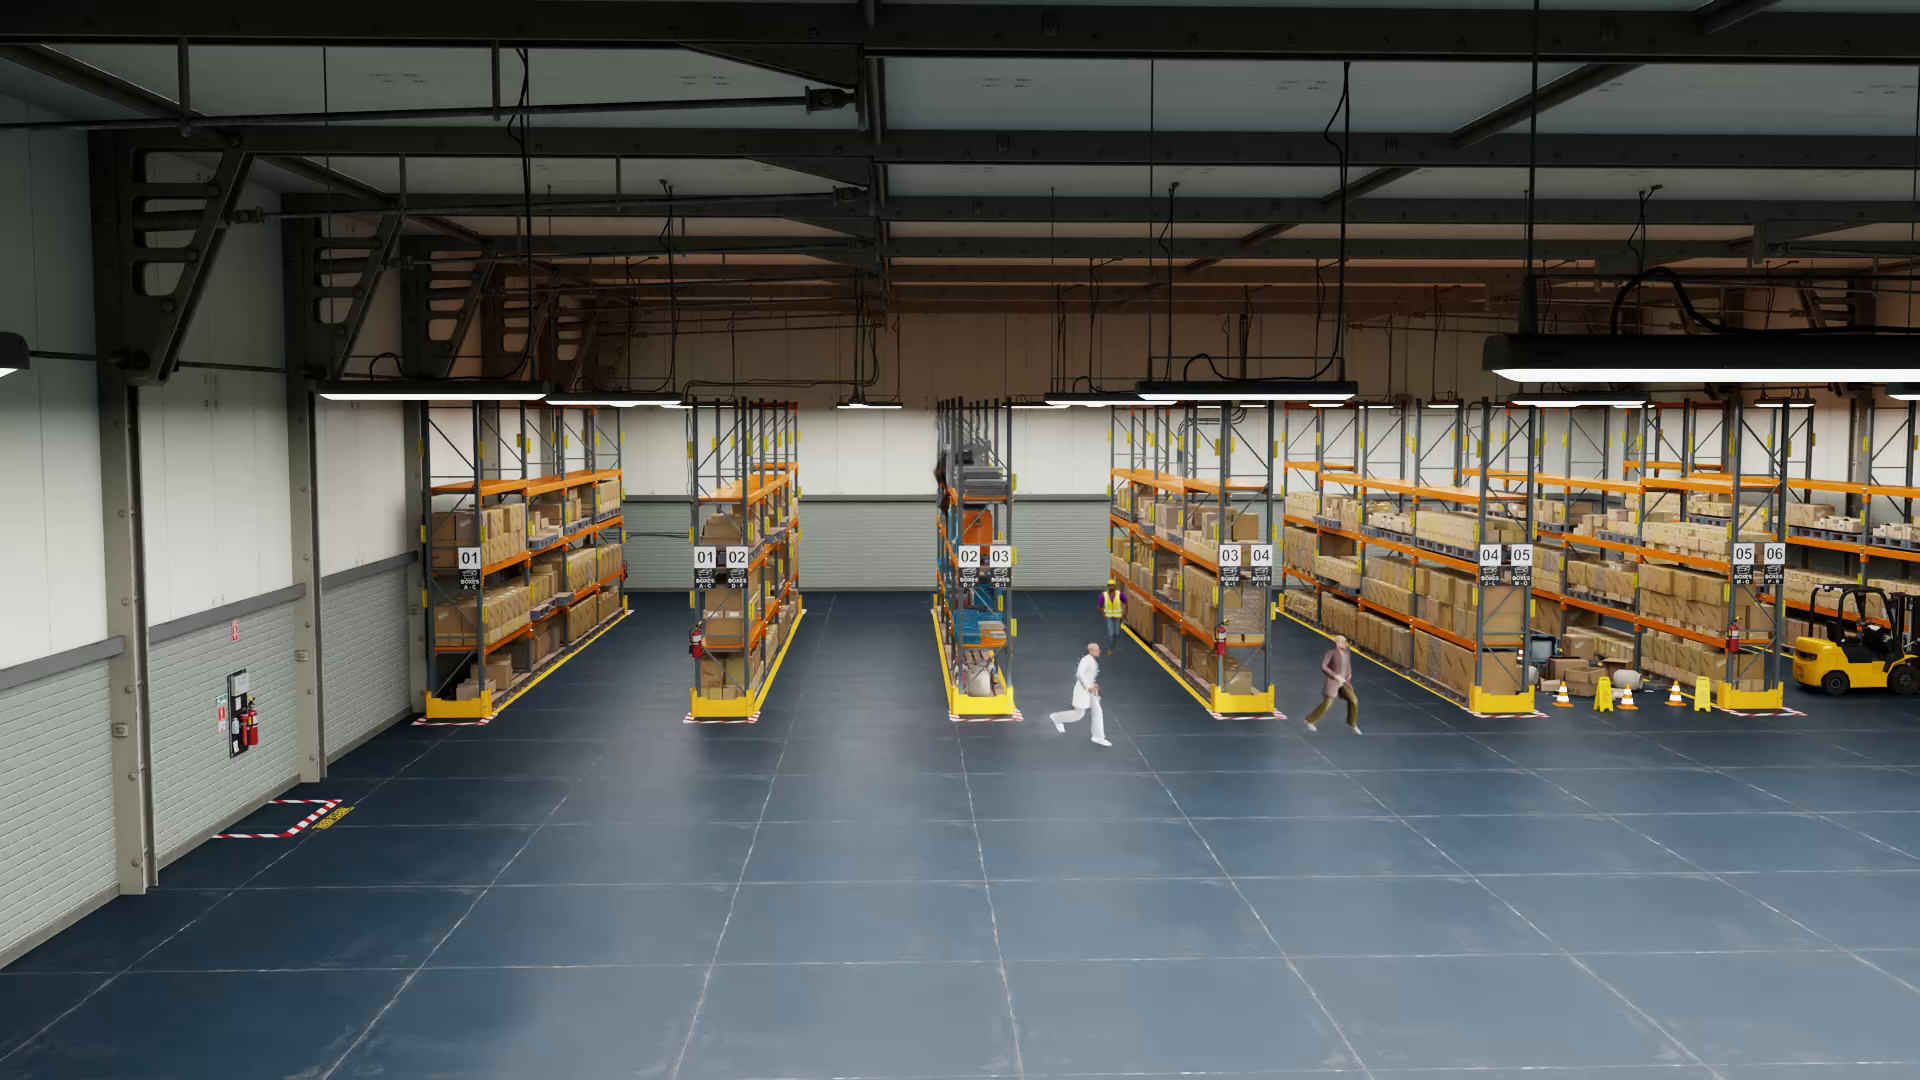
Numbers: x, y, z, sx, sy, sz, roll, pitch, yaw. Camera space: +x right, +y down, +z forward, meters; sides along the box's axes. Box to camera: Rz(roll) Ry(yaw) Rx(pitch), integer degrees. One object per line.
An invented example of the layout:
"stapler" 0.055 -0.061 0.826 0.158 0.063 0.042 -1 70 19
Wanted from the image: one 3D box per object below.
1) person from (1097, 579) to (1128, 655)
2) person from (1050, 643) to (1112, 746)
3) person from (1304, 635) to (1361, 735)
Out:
"person" 3.473 1.753 37.863 0.714 1.730 0.661 0 4 3
"person" 2.099 2.653 28.696 1.102 1.778 0.714 2 5 24
"person" 6.671 2.581 29.605 0.935 1.777 0.821 -3 6 -38
